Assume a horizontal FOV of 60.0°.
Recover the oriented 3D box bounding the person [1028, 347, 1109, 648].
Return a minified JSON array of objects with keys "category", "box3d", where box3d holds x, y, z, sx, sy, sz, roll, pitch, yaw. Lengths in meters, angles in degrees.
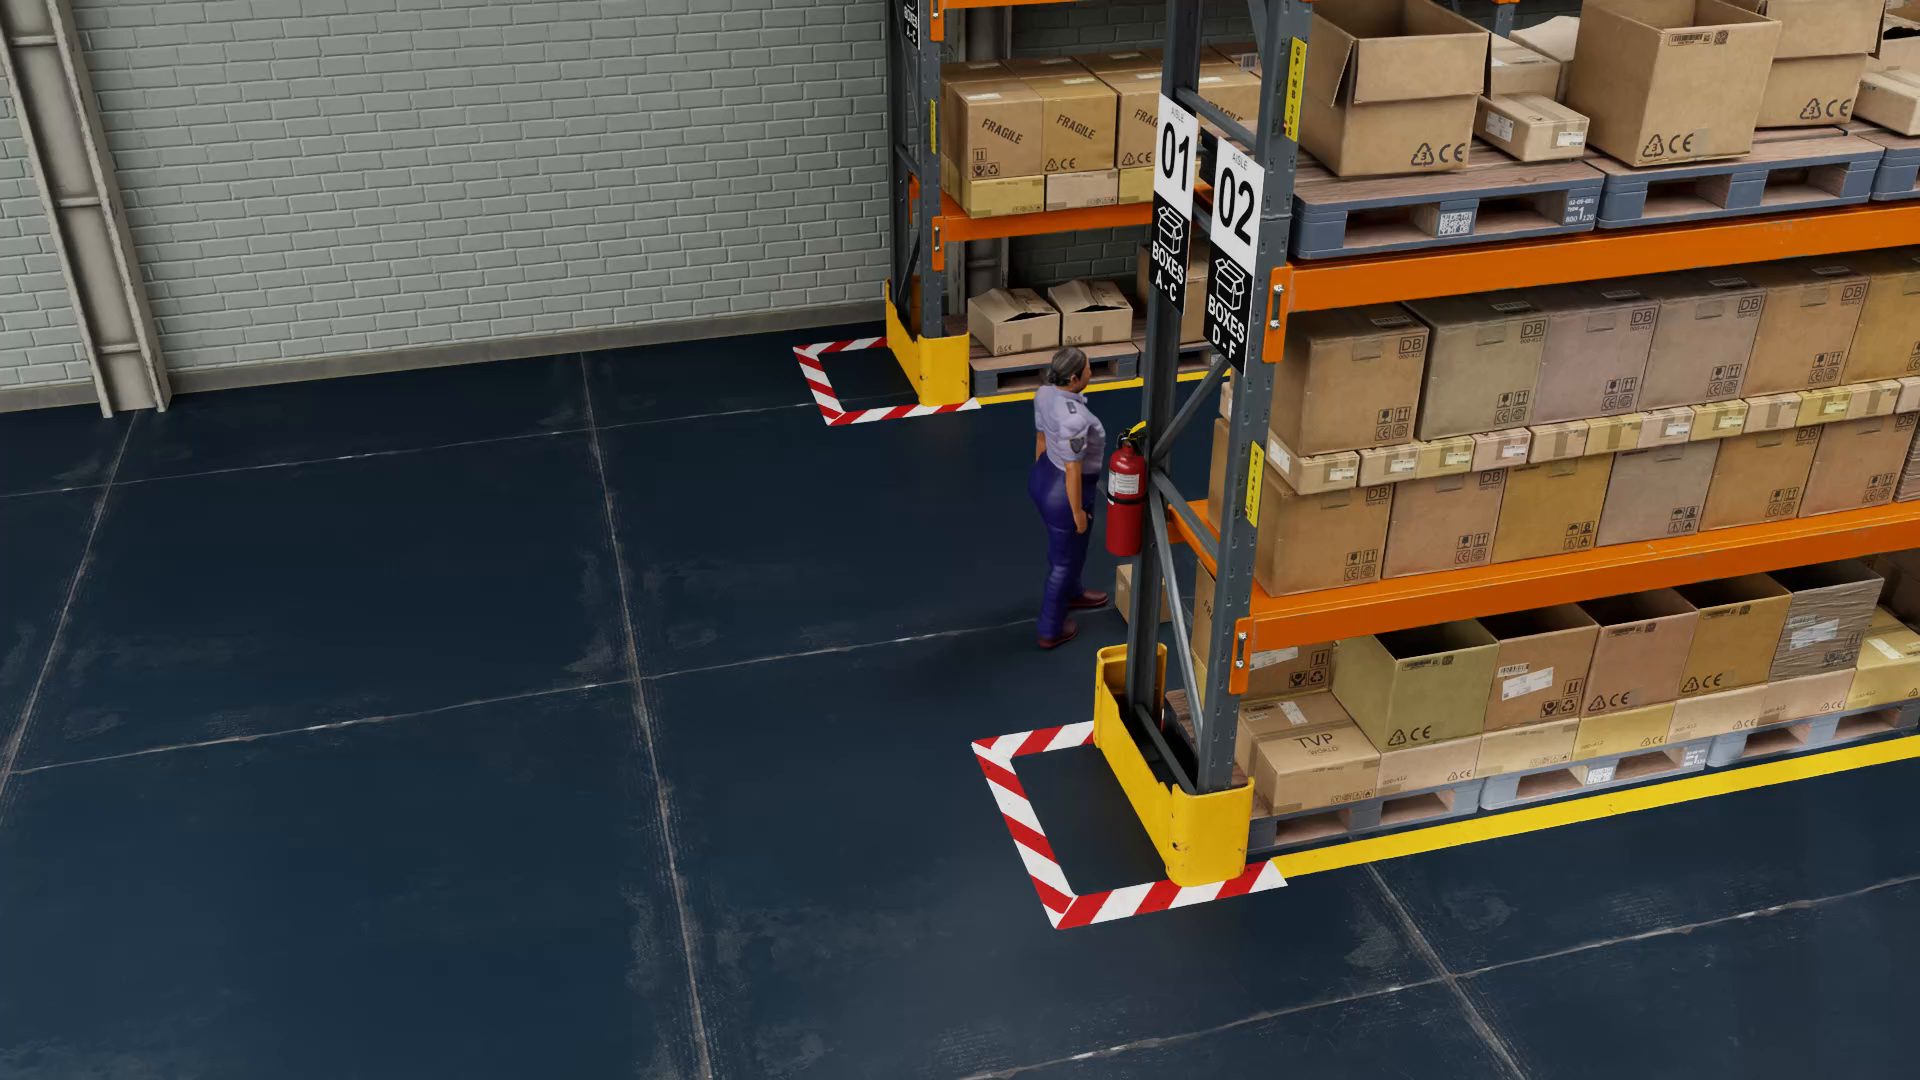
[{"category":"person","box3d":[0.612,-0.261,8.691,0.548,1.654,0.491,-11,32,-18]}]
